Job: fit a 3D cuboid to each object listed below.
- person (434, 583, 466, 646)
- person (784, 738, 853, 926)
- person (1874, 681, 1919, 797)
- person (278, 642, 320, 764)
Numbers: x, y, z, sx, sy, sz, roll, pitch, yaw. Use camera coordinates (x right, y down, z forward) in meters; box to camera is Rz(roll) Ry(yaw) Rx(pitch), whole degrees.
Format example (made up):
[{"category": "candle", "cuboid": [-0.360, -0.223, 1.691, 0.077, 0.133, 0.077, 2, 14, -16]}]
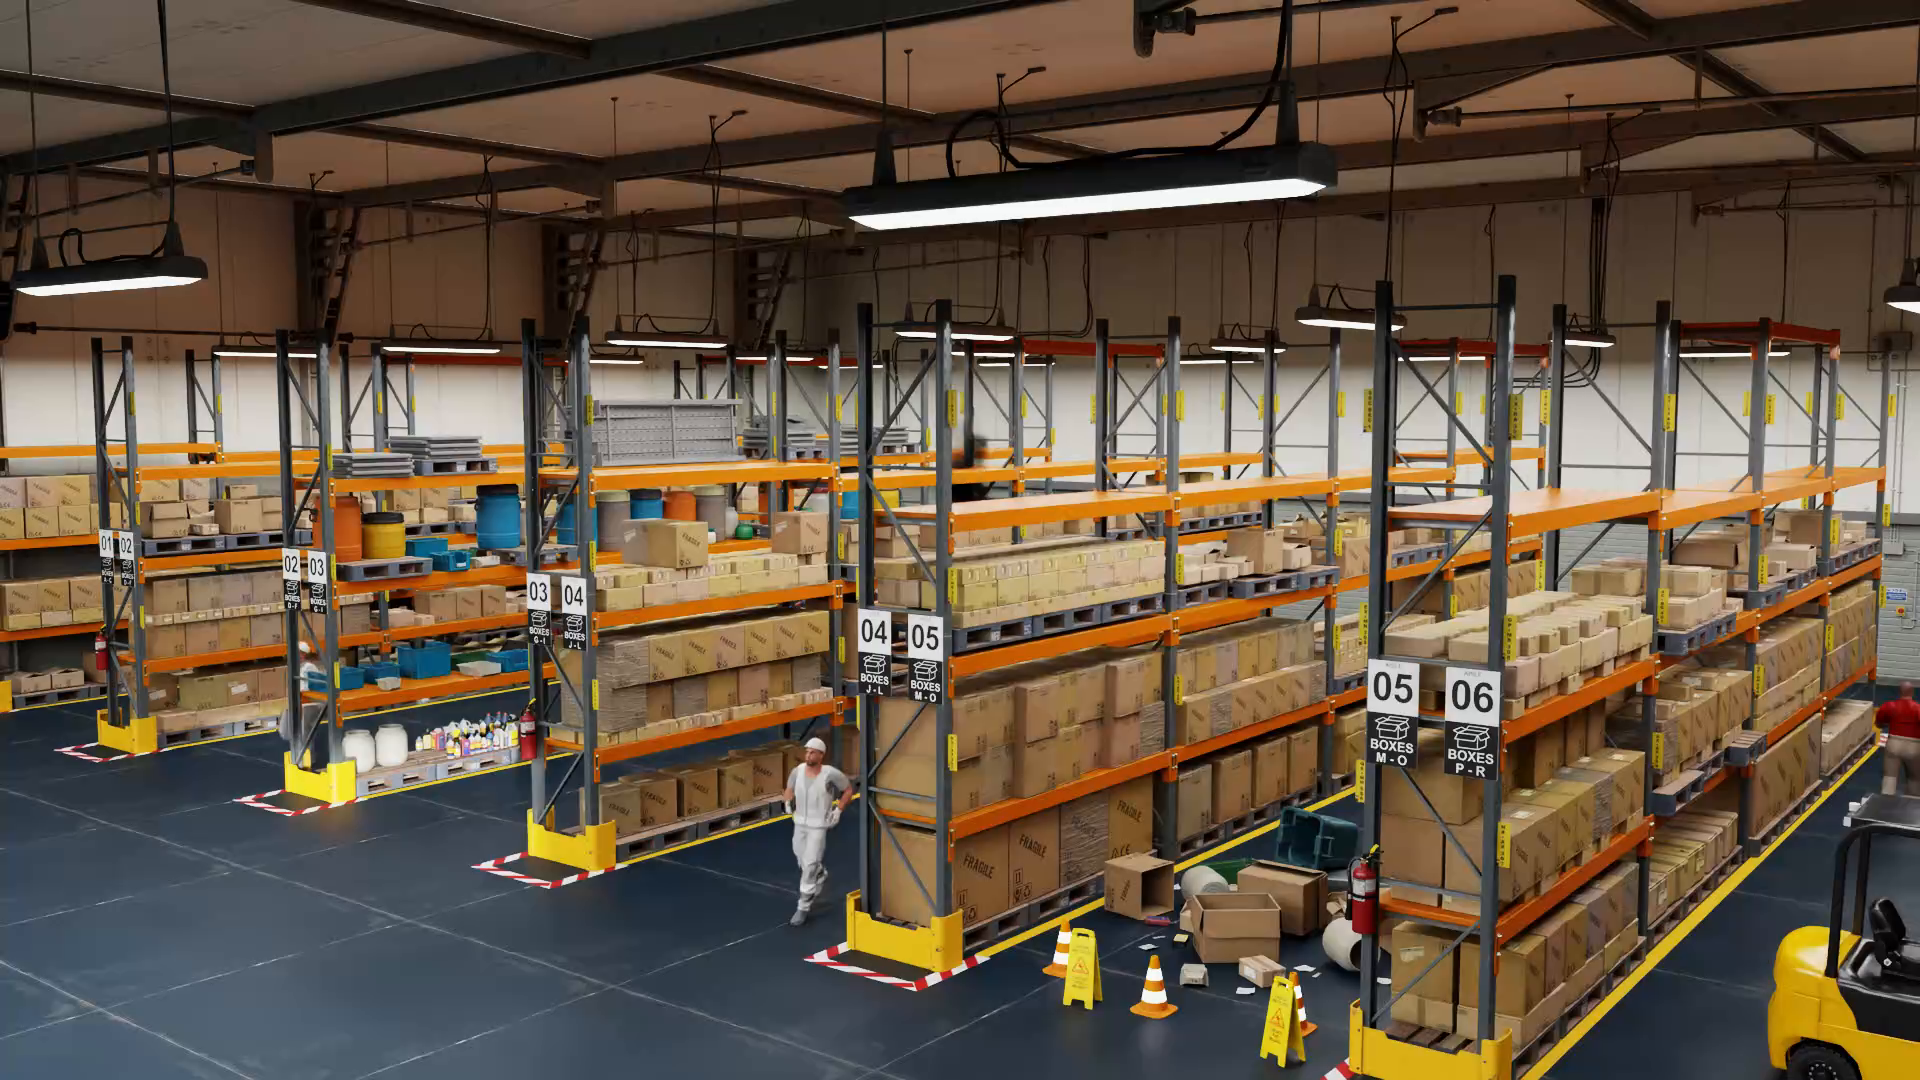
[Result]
[{"category": "person", "cuboid": [-9.653, 1.608, 31.401, 0.715, 1.651, 0.826, 3, 6, 28]}, {"category": "person", "cuboid": [-1.431, 2.843, 16.539, 0.667, 1.798, 0.876, 2, 5, 25]}, {"category": "person", "cuboid": [11.365, 2.545, 20.012, 0.653, 1.711, 0.990, 4, 6, 38]}, {"category": "person", "cuboid": [-9.181, 2.285, 23.107, 0.703, 1.743, 0.542, 3, 6, 27]}]
